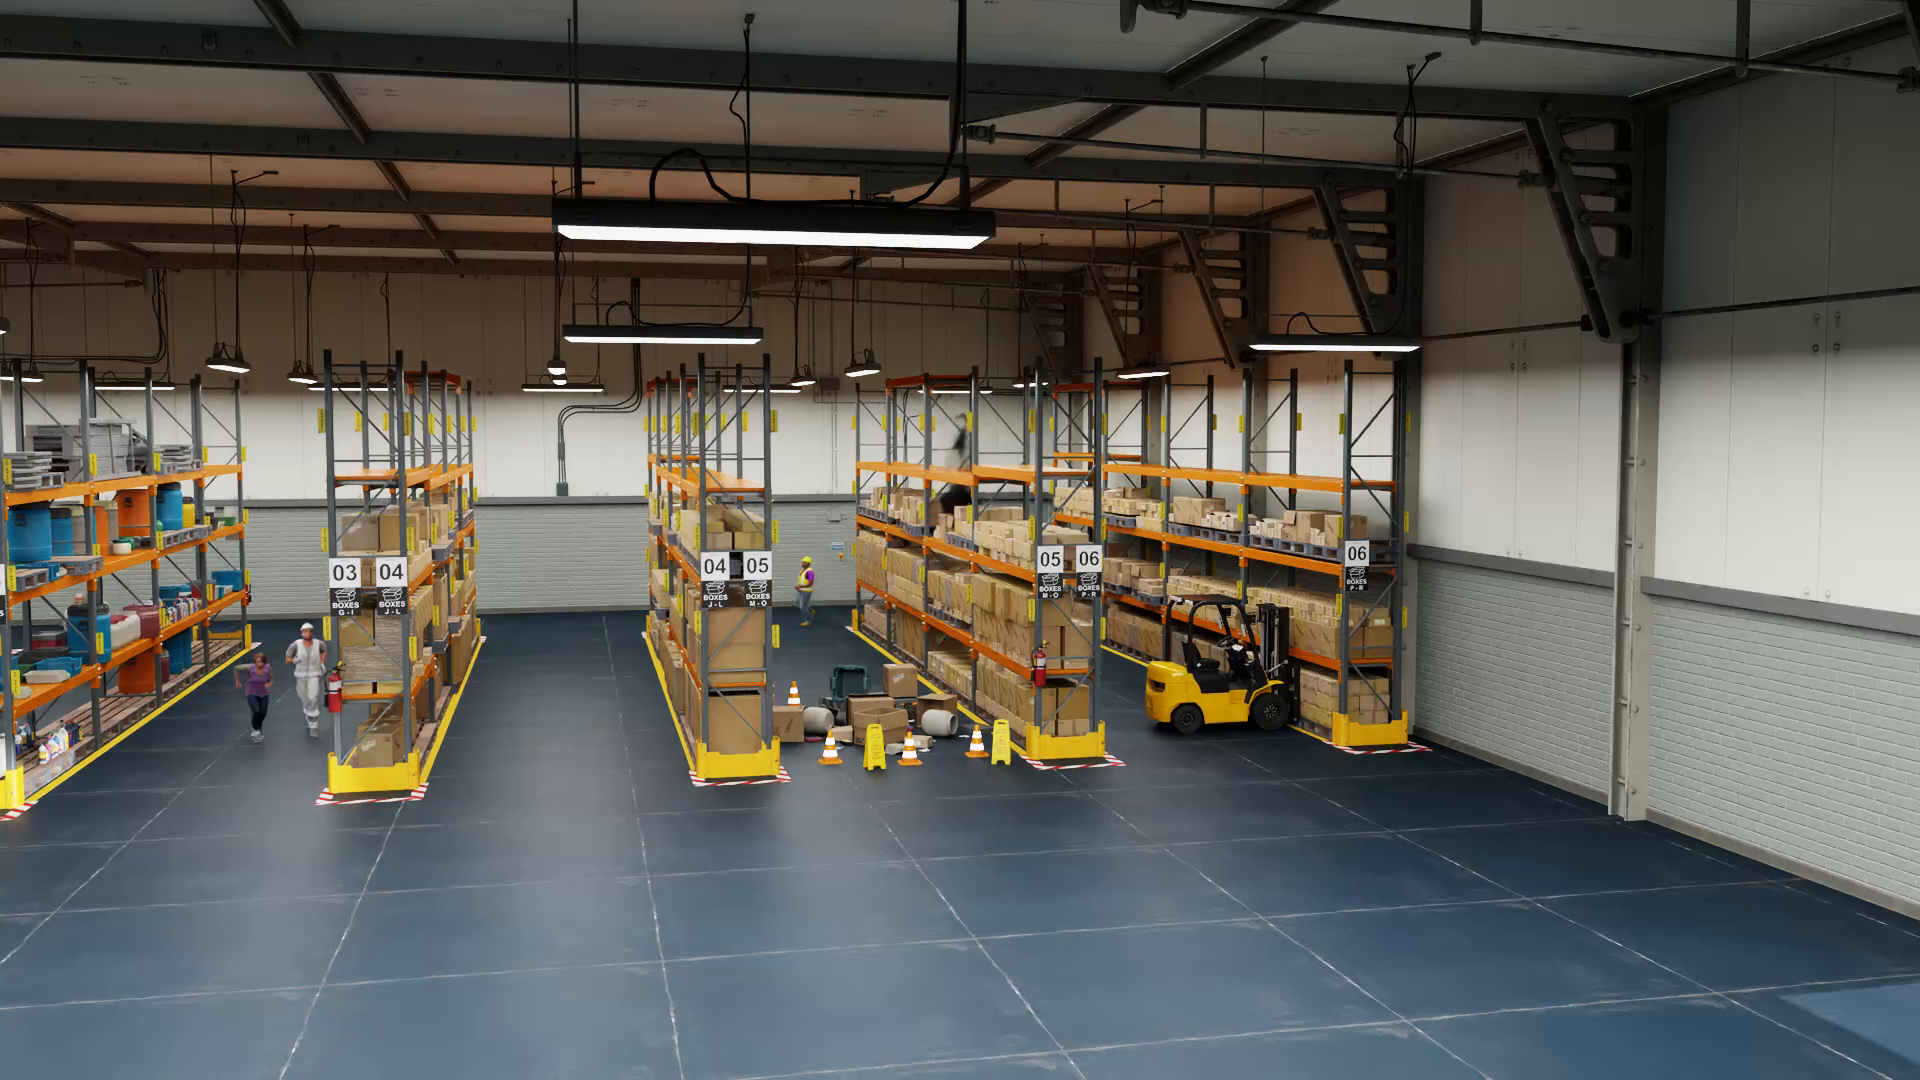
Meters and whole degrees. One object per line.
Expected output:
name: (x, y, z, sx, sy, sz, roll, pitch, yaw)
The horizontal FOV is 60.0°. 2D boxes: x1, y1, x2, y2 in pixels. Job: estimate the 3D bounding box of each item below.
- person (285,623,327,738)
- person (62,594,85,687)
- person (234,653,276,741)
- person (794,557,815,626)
person: (-10.538, 2.254, 26.816, 0.616, 1.851, 0.792, -1, 4, -18)
person: (-16.938, 1.912, 32.021, 0.711, 1.765, 0.880, -1, 4, -10)
person: (-11.043, 2.458, 26.055, 0.568, 1.435, 0.867, -3, 5, -32)
person: (-3.845, 1.271, 41.271, 0.580, 1.717, 0.699, -2, 4, -24)
